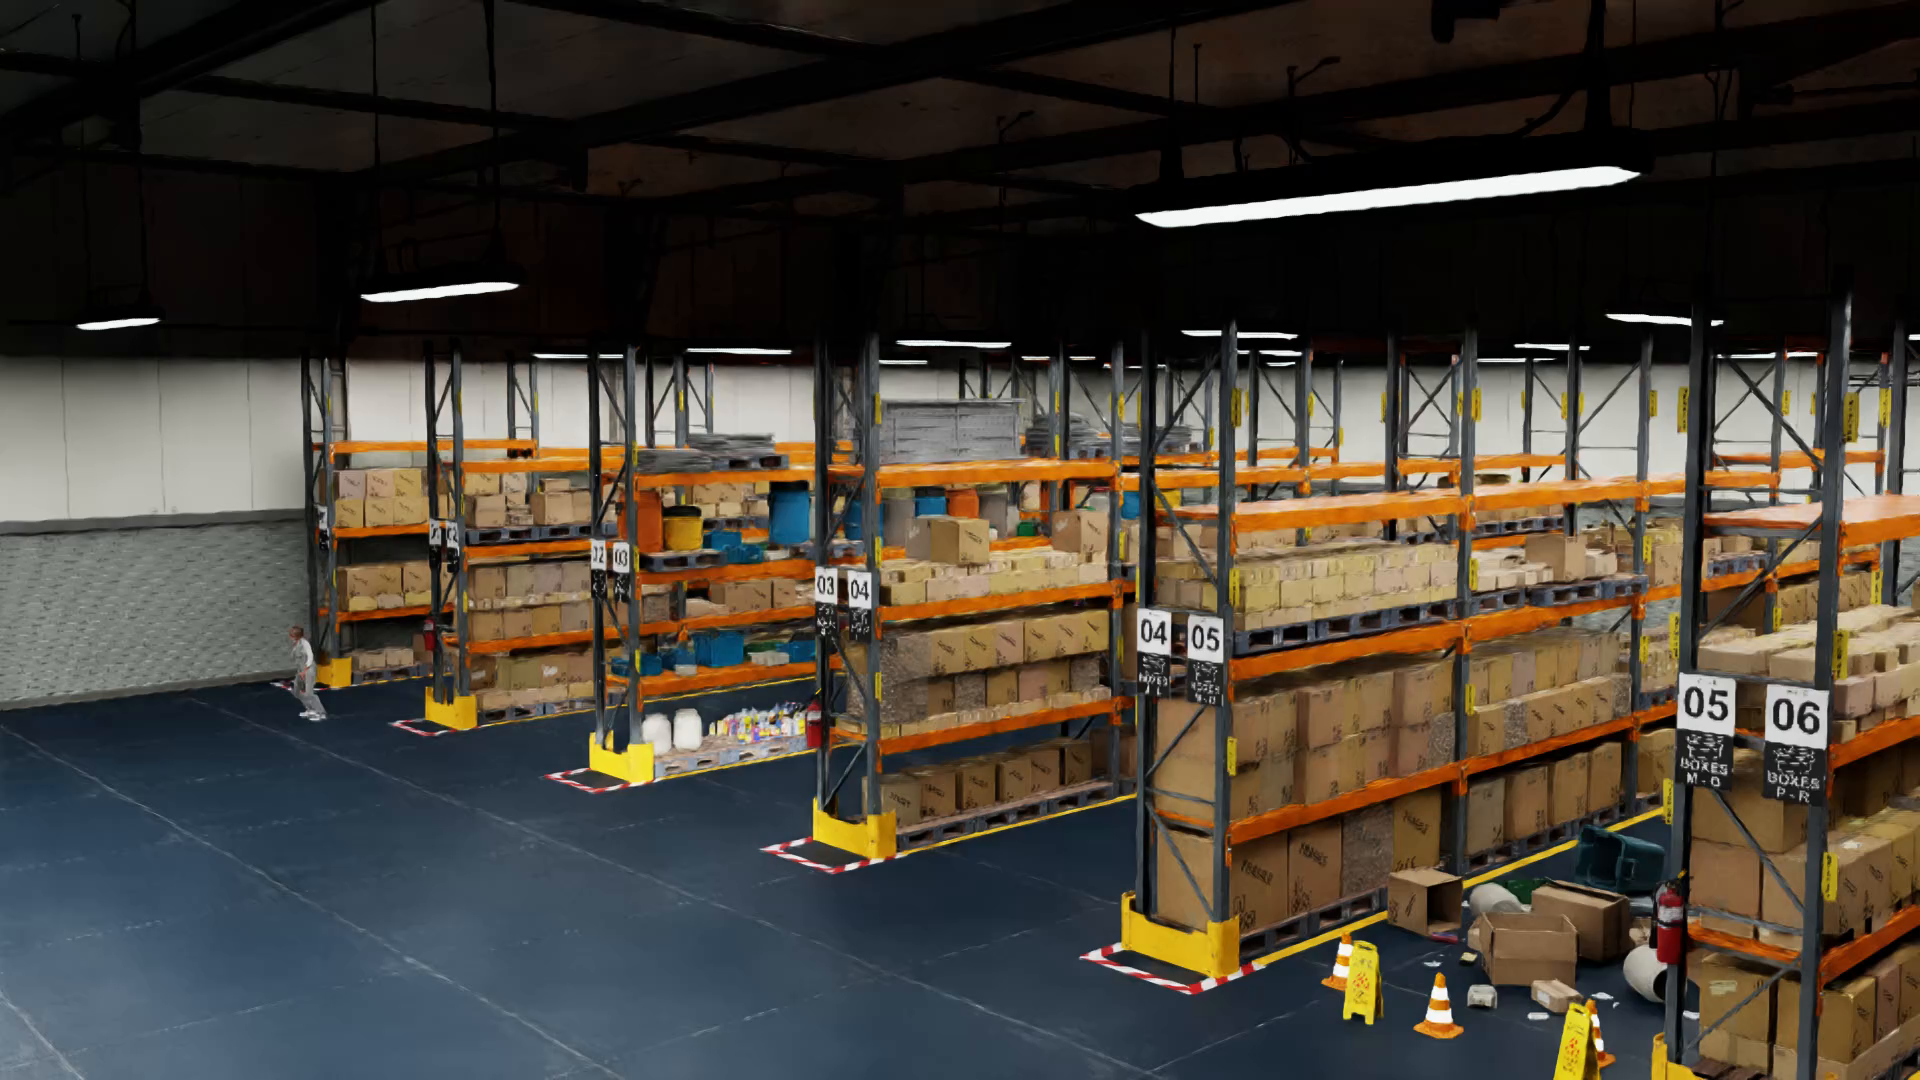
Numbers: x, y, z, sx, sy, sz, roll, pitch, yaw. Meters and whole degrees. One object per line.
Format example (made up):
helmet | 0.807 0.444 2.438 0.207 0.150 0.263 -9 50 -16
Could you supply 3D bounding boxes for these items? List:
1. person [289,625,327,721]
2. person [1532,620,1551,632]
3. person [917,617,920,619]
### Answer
person | -10.339 2.089 26.317 0.519 1.541 0.566 -5 7 -45
person | 9.234 1.998 26.230 0.547 1.742 0.677 -5 7 -44
person | -0.630 1.967 27.283 0.945 1.593 0.504 -2 5 -22
